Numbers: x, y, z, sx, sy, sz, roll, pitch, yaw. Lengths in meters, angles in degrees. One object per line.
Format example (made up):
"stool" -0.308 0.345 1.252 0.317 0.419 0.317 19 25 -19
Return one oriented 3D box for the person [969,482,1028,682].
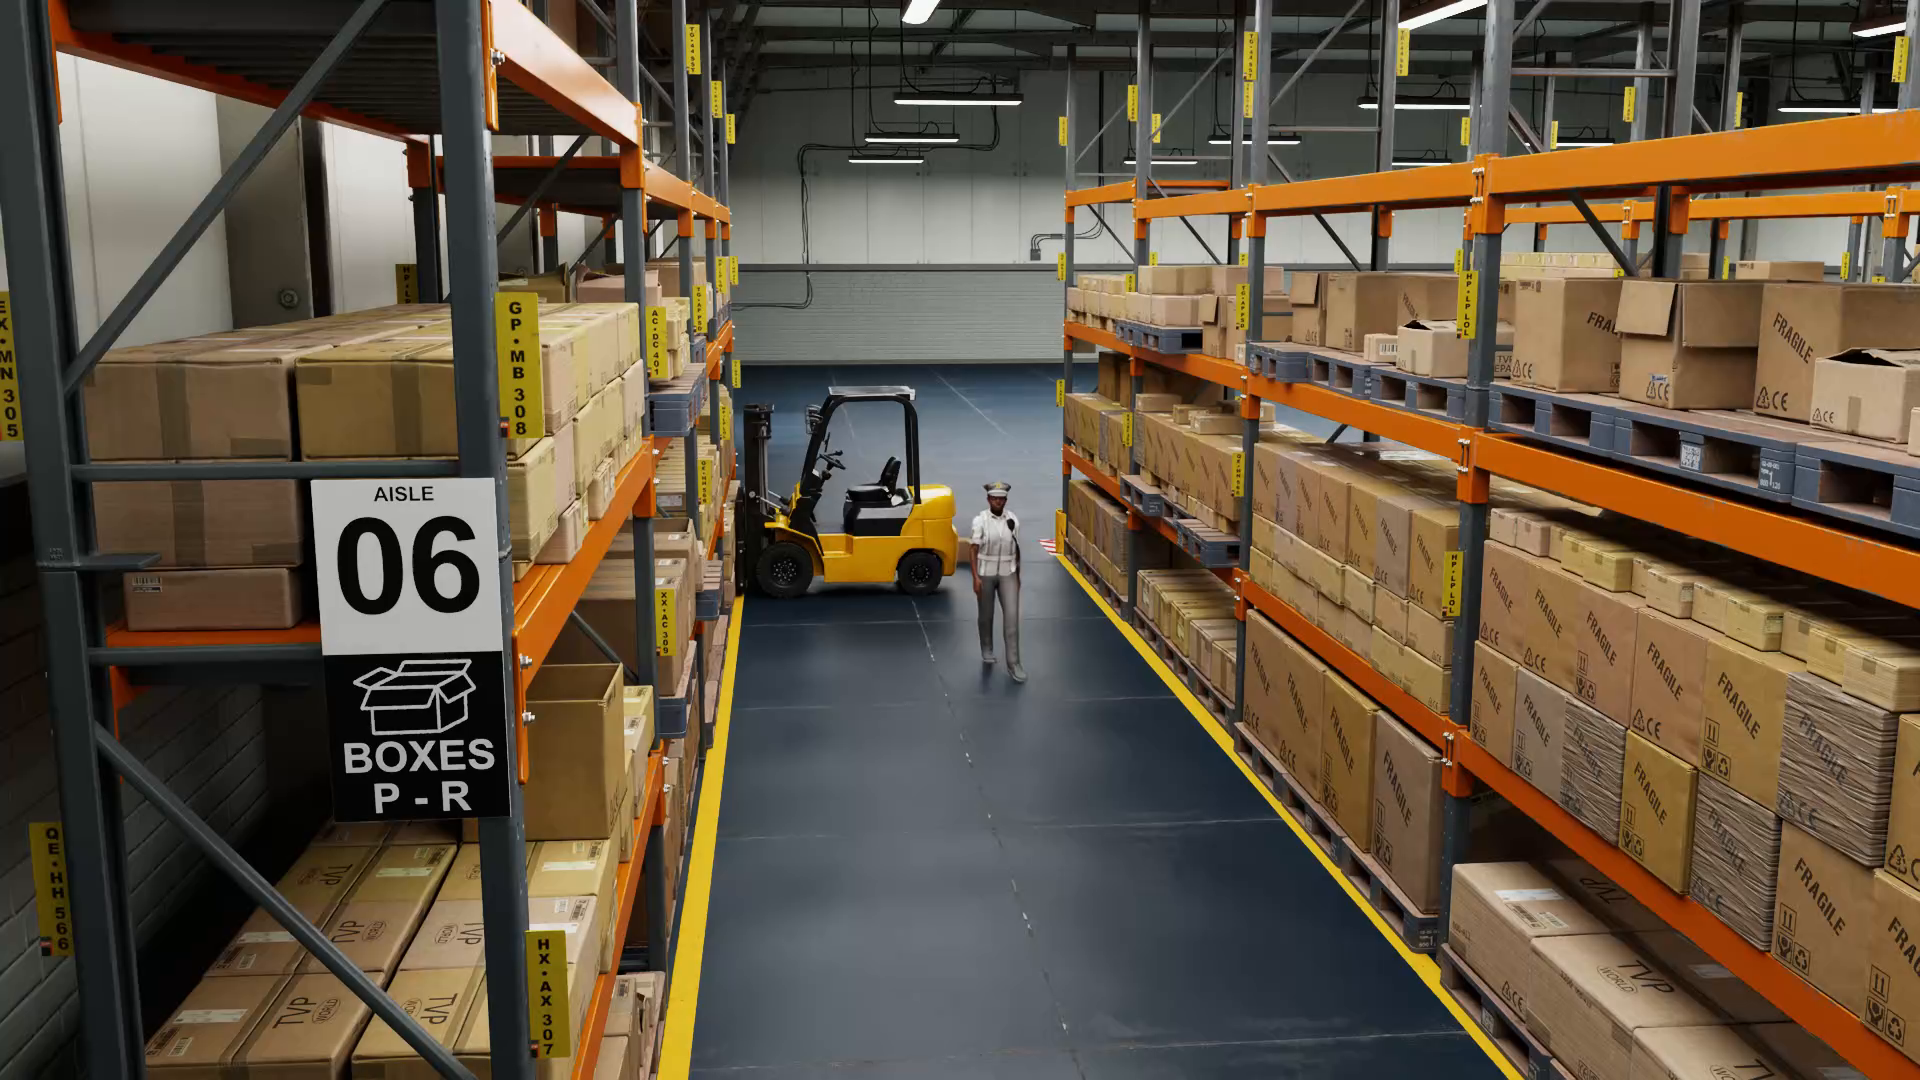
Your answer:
"person" 0.326 0.325 14.470 0.484 1.675 0.862 -2 10 -9
